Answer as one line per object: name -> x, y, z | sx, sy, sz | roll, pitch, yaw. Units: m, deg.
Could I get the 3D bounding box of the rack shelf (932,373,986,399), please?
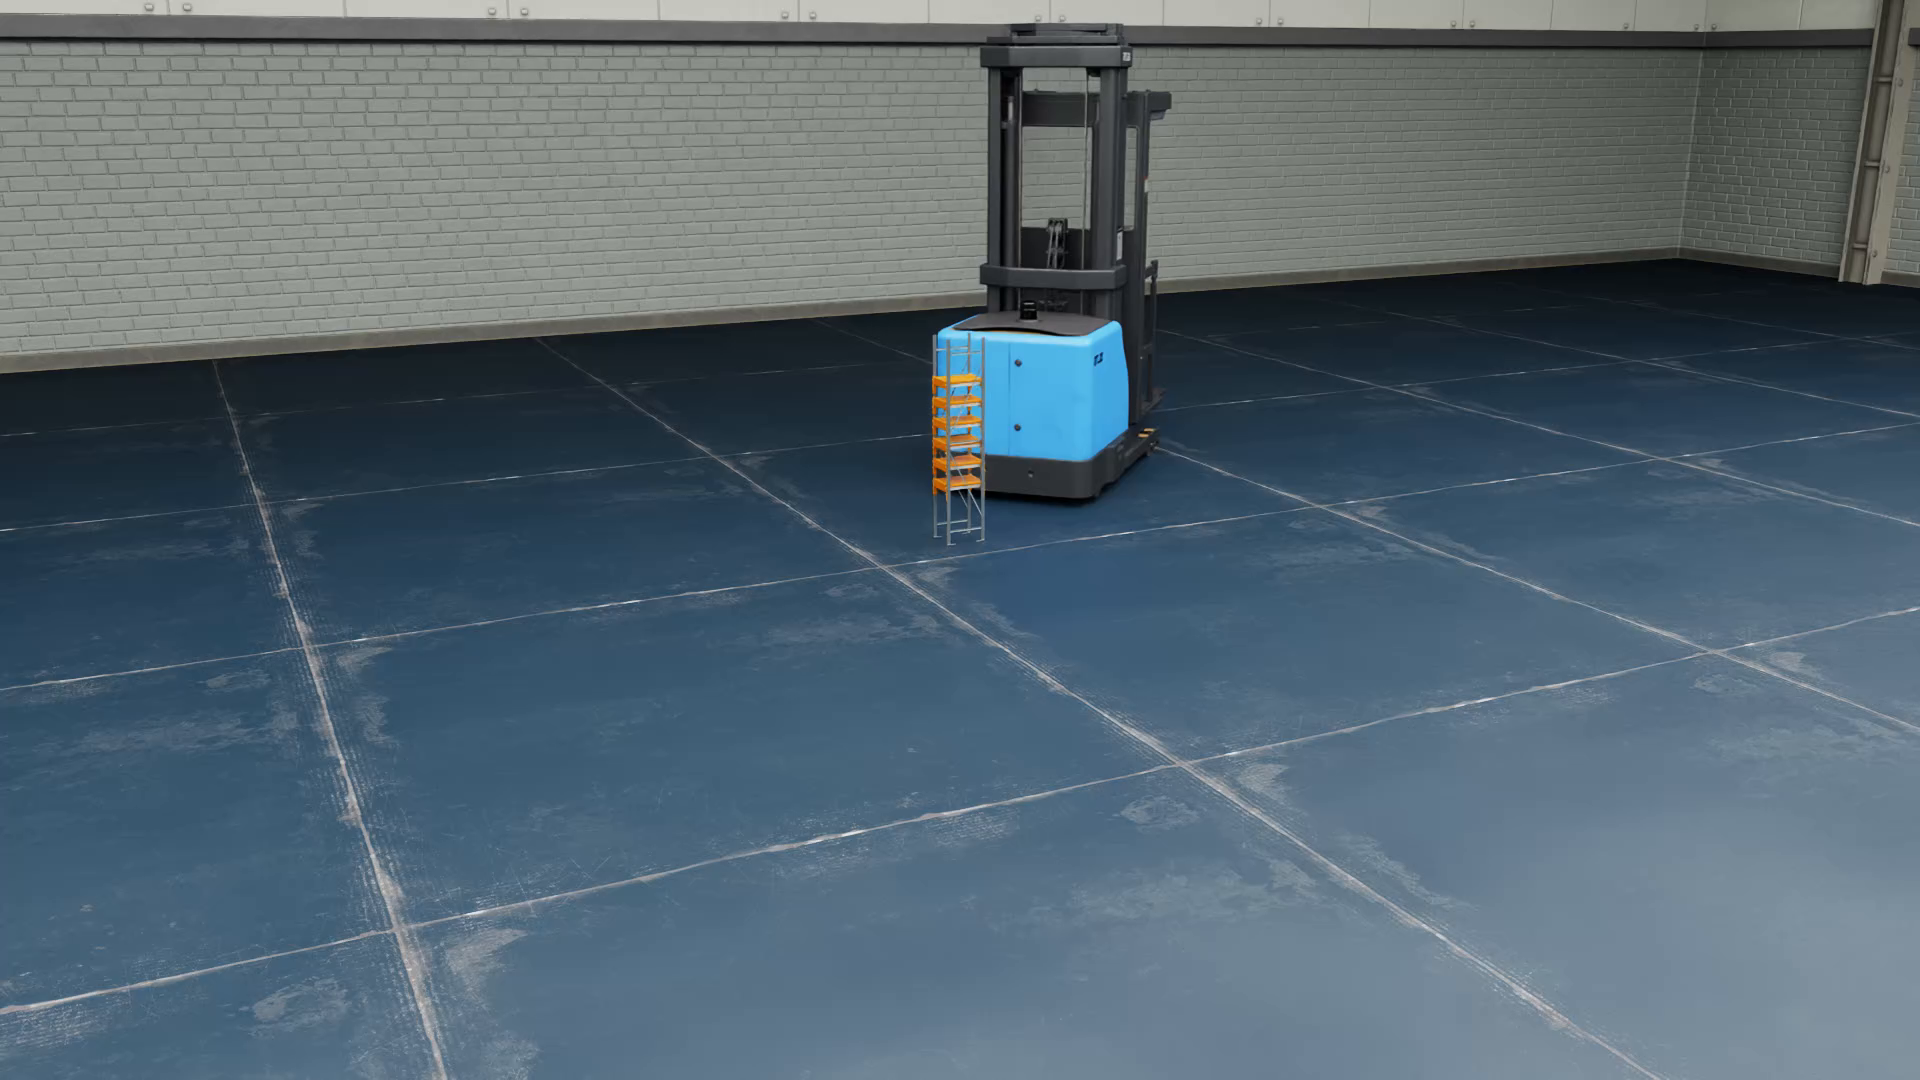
rack shelf -> -0.006, -0.884, 9.511 | 0.258, 0.103, 0.180 | -8, 18, -25

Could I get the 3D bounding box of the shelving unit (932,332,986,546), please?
shelving unit -> -0.006, -0.580, 9.598 | 0.258, 1.200, 0.189 | -8, 18, -25

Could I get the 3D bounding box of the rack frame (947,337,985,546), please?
rack frame -> 0.034, -0.558, 9.519 | 0.240, 1.200, 0.006 | -8, 18, -25

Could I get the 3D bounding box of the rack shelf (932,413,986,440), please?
rack shelf -> -0.006, -0.653, 9.577 | 0.258, 0.103, 0.180 | -8, 18, -25

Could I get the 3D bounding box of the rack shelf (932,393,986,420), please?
rack shelf -> -0.006, -0.768, 9.544 | 0.258, 0.103, 0.180 | -8, 18, -25

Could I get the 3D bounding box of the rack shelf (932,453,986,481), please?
rack shelf -> -0.006, -0.422, 9.643 | 0.258, 0.103, 0.180 | -8, 18, -25

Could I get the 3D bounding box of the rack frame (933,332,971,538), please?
rack frame -> -0.046, -0.603, 9.677 | 0.240, 1.200, 0.006 | -8, 18, -25

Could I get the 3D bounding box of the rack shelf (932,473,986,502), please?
rack shelf -> -0.006, -0.307, 9.676 | 0.258, 0.103, 0.180 | -8, 18, -25

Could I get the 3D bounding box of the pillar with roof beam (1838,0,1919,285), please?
pillar with roof beam -> 7.614, -7.097, 18.168 | 9.100, 9.000, 0.400 | -8, 18, -25

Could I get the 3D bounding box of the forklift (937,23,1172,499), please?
forklift -> 0.806, -2.032, 11.517 | 1.130, 2.935, 3.031 | 6, 17, 19

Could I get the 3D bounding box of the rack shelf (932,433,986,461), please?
rack shelf -> -0.006, -0.538, 9.610 | 0.258, 0.103, 0.180 | -8, 18, -25
